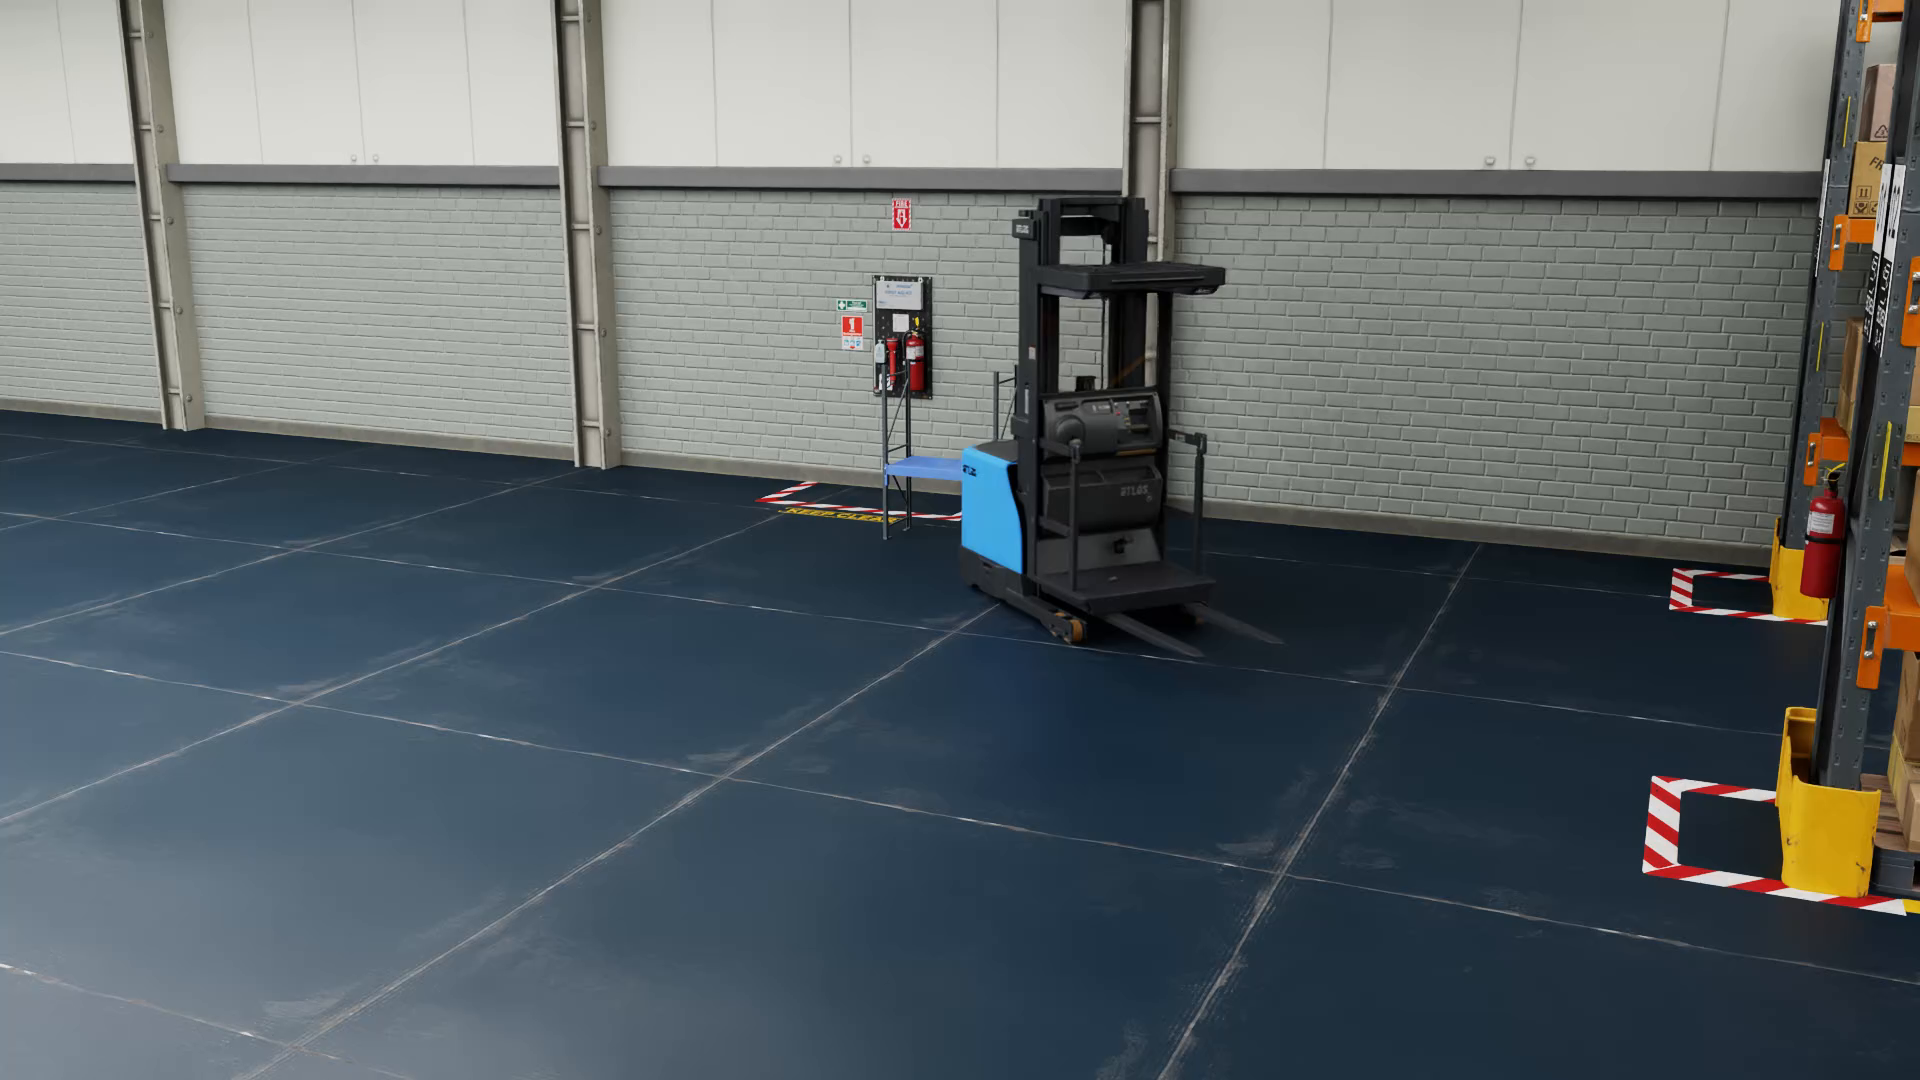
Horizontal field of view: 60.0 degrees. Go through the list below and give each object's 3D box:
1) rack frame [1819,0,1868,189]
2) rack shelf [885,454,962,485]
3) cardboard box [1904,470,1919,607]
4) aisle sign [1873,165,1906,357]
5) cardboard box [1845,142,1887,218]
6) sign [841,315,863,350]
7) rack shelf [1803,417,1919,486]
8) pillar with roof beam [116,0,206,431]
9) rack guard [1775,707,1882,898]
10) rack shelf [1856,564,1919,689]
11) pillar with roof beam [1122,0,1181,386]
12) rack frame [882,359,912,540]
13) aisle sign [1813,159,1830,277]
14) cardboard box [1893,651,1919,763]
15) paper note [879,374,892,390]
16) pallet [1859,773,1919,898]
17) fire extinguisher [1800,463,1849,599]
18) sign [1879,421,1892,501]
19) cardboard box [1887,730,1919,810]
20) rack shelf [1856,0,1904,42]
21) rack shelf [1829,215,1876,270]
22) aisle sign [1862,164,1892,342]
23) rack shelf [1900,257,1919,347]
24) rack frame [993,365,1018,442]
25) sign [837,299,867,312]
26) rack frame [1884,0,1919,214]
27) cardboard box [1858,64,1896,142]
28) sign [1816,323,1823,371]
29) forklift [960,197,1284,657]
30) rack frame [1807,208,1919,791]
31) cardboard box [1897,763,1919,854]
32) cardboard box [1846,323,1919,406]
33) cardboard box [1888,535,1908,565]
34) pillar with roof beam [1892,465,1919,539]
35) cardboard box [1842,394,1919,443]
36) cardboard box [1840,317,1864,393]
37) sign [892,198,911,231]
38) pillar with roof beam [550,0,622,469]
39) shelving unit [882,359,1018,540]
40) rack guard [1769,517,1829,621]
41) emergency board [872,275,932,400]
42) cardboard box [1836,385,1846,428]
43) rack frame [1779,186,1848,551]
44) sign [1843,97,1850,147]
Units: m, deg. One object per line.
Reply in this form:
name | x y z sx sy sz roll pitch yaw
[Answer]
rack frame | 6.152 -3.945 11.370 0.127 3.000 1.000 6 14 23
rack shelf | -0.078 -0.563 14.158 1.000 0.185 0.538 6 14 23
cardboard box | 4.571 0.008 7.438 0.500 0.500 0.700 6 14 23
aisle sign | 3.965 -1.197 7.101 0.004 0.787 0.394 6 14 23
cardboard box | 6.357 -2.460 11.345 0.500 0.500 0.500 6 15 25
sign | -1.051 -2.022 16.229 0.234 0.329 0.001 6 14 23
rack shelf | 7.981 -0.489 11.349 4.000 0.370 1.077 6 14 23
pillar with roof beam | -11.058 -4.828 15.130 0.400 9.000 9.100 6 14 23
rack guard | 4.127 1.225 7.939 0.348 0.500 1.175 6 14 23
rack shelf | 5.978 0.546 6.938 4.000 0.370 1.077 6 14 23
pillar with roof beam | -0.087 -3.717 10.398 0.400 9.000 9.100 6 14 23
rack frame | -0.543 -0.785 14.318 0.032 1.500 0.500 6 14 23
aisle sign | 5.965 -2.234 11.520 0.004 0.787 0.394 6 14 23
cardboard box | 4.760 0.767 7.878 0.500 0.500 0.500 6 14 23
paper note | -0.721 -1.534 16.156 0.142 0.148 0.016 6 14 23
pallet | 4.866 1.430 7.699 1.213 0.211 1.003 6 14 23
fire extinguisher | 4.229 -0.060 8.113 0.183 0.674 0.296 6 14 23
sign | 3.919 -0.334 7.045 0.005 0.325 0.100 6 14 23
cardboard box | 4.759 1.132 7.962 0.500 0.250 0.500 6 14 23
rack shelf | 7.981 -3.408 10.664 4.000 0.370 1.077 6 14 23
rack shelf | 7.981 -1.950 11.006 4.000 0.370 1.077 6 14 23
aisle sign | 4.208 -1.323 7.635 0.004 0.787 0.394 6 14 23
rack shelf | 5.978 -0.915 6.595 4.000 0.370 1.077 6 14 23
rack frame | 0.387 -0.691 13.917 0.032 1.500 0.500 6 14 23
sign | -1.050 -2.278 16.159 0.331 0.109 0.001 6 14 23
rack frame | 4.149 -2.910 6.959 0.127 3.000 1.000 6 14 23
cardboard box | 6.406 -2.944 11.217 0.500 0.500 0.500 5 14 19
sign | 5.933 -1.333 11.473 0.005 0.325 0.100 6 14 23
forklift | 1.091 -0.838 11.412 1.130 2.935 3.031 -6 15 -25
rack frame | 4.149 0.010 7.644 0.127 3.000 1.000 6 14 23
cardboard box | 4.550 1.241 7.501 0.500 0.250 0.500 6 14 23
cardboard box | 6.467 -1.219 11.529 0.500 0.500 0.500 6 14 23
cardboard box | 6.749 0.153 11.959 0.500 0.311 0.500 4 14 17
pillar with roof beam | 5.399 -3.162 8.032 0.400 9.000 9.100 6 14 23
cardboard box | 6.470 -0.850 11.595 0.500 0.250 0.500 5 14 22
cardboard box | 6.670 -1.327 11.988 0.500 0.500 0.500 6 14 23
sign | -0.554 -3.082 15.751 0.199 0.298 0.001 6 14 23
pillar with roof beam | -5.572 -4.272 12.764 0.400 9.000 9.100 6 14 23
shelving unit | -0.078 -0.738 14.117 1.048 1.500 0.538 6 14 23
rack guard | 6.222 0.199 12.311 0.348 0.500 1.175 6 14 23
emergency board | -0.587 -1.932 15.924 0.643 1.169 0.194 6 14 23
cardboard box | 6.658 -0.959 12.058 0.500 0.250 0.500 6 14 24
rack frame | 6.152 -1.025 12.055 0.127 3.000 1.000 6 14 23
sign | 5.933 -2.797 11.130 0.005 0.325 0.100 6 14 23
